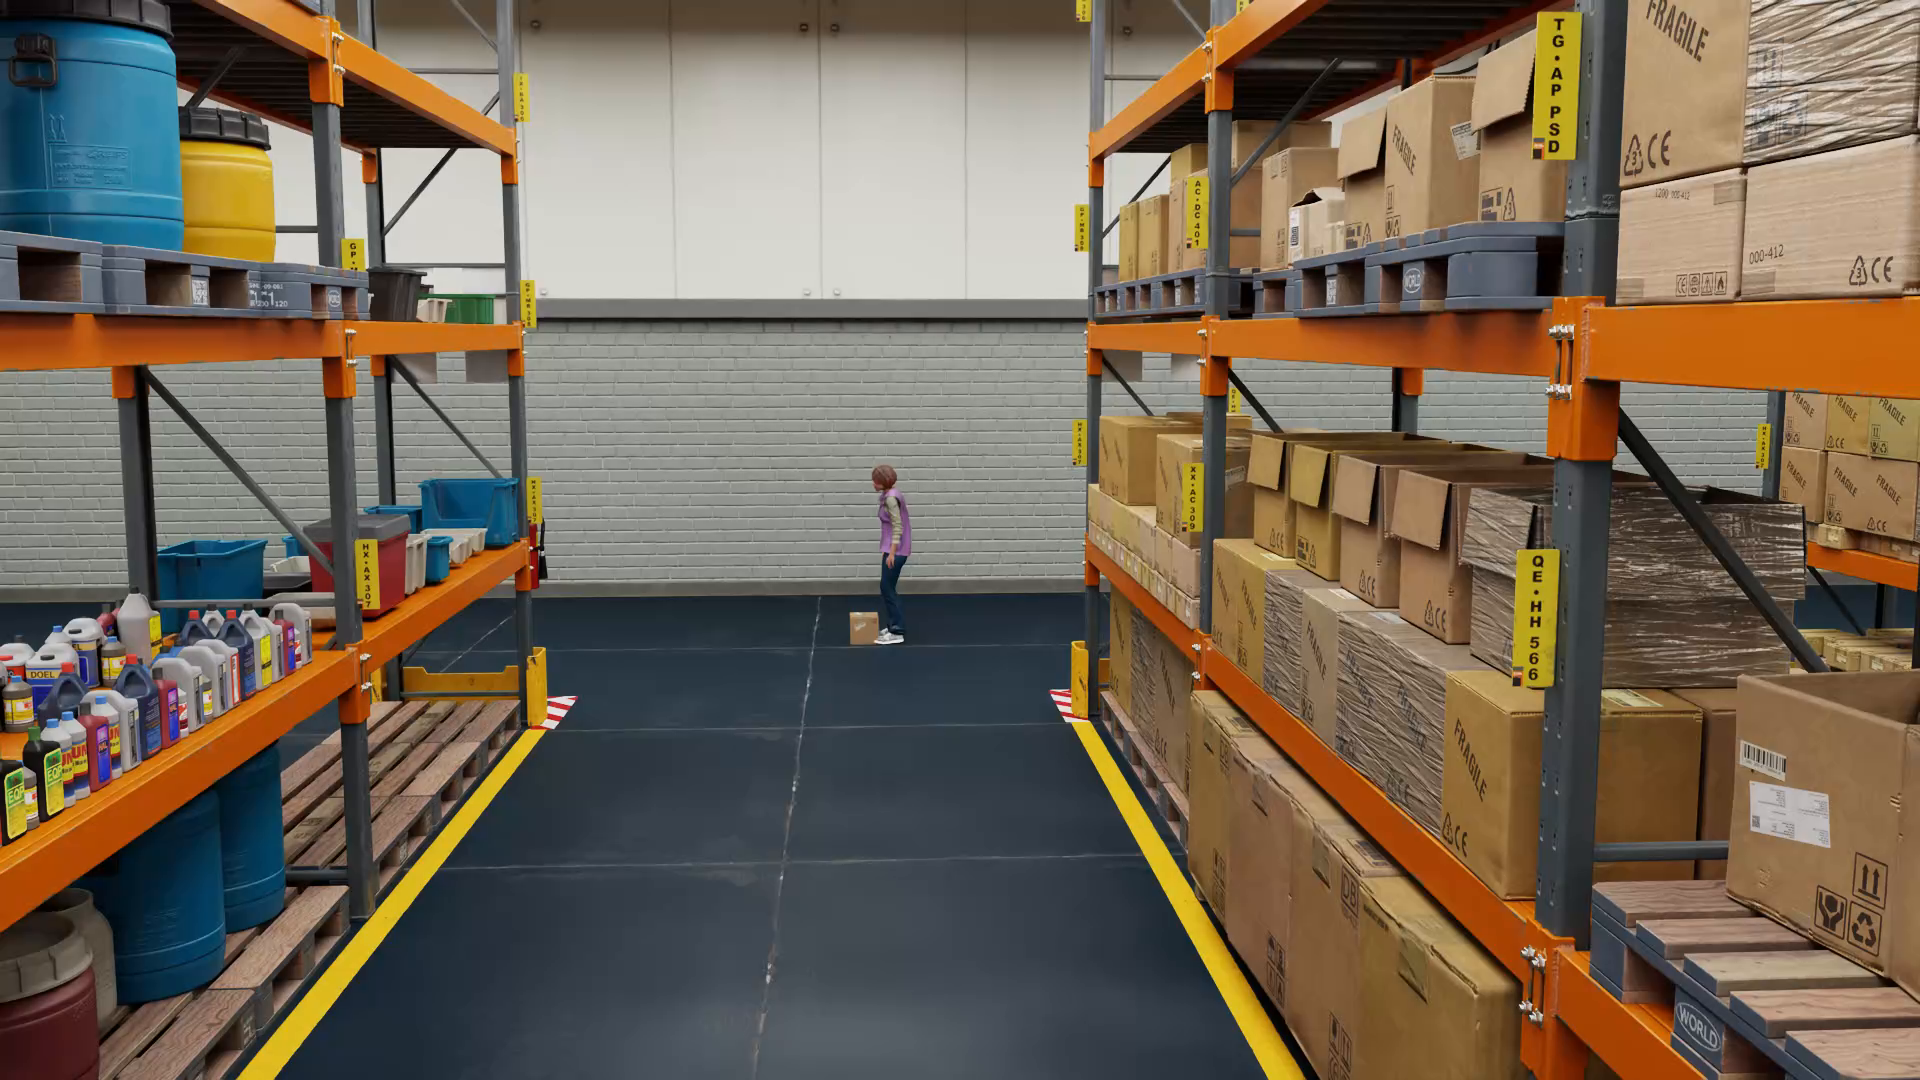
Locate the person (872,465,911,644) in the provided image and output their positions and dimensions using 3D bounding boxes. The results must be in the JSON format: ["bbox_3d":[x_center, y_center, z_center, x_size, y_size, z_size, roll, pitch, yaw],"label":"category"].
[{"bbox_3d":[-0.613,0.122,14.825,0.347,1.592,0.472,-1,7,-6],"label":"person"}]
